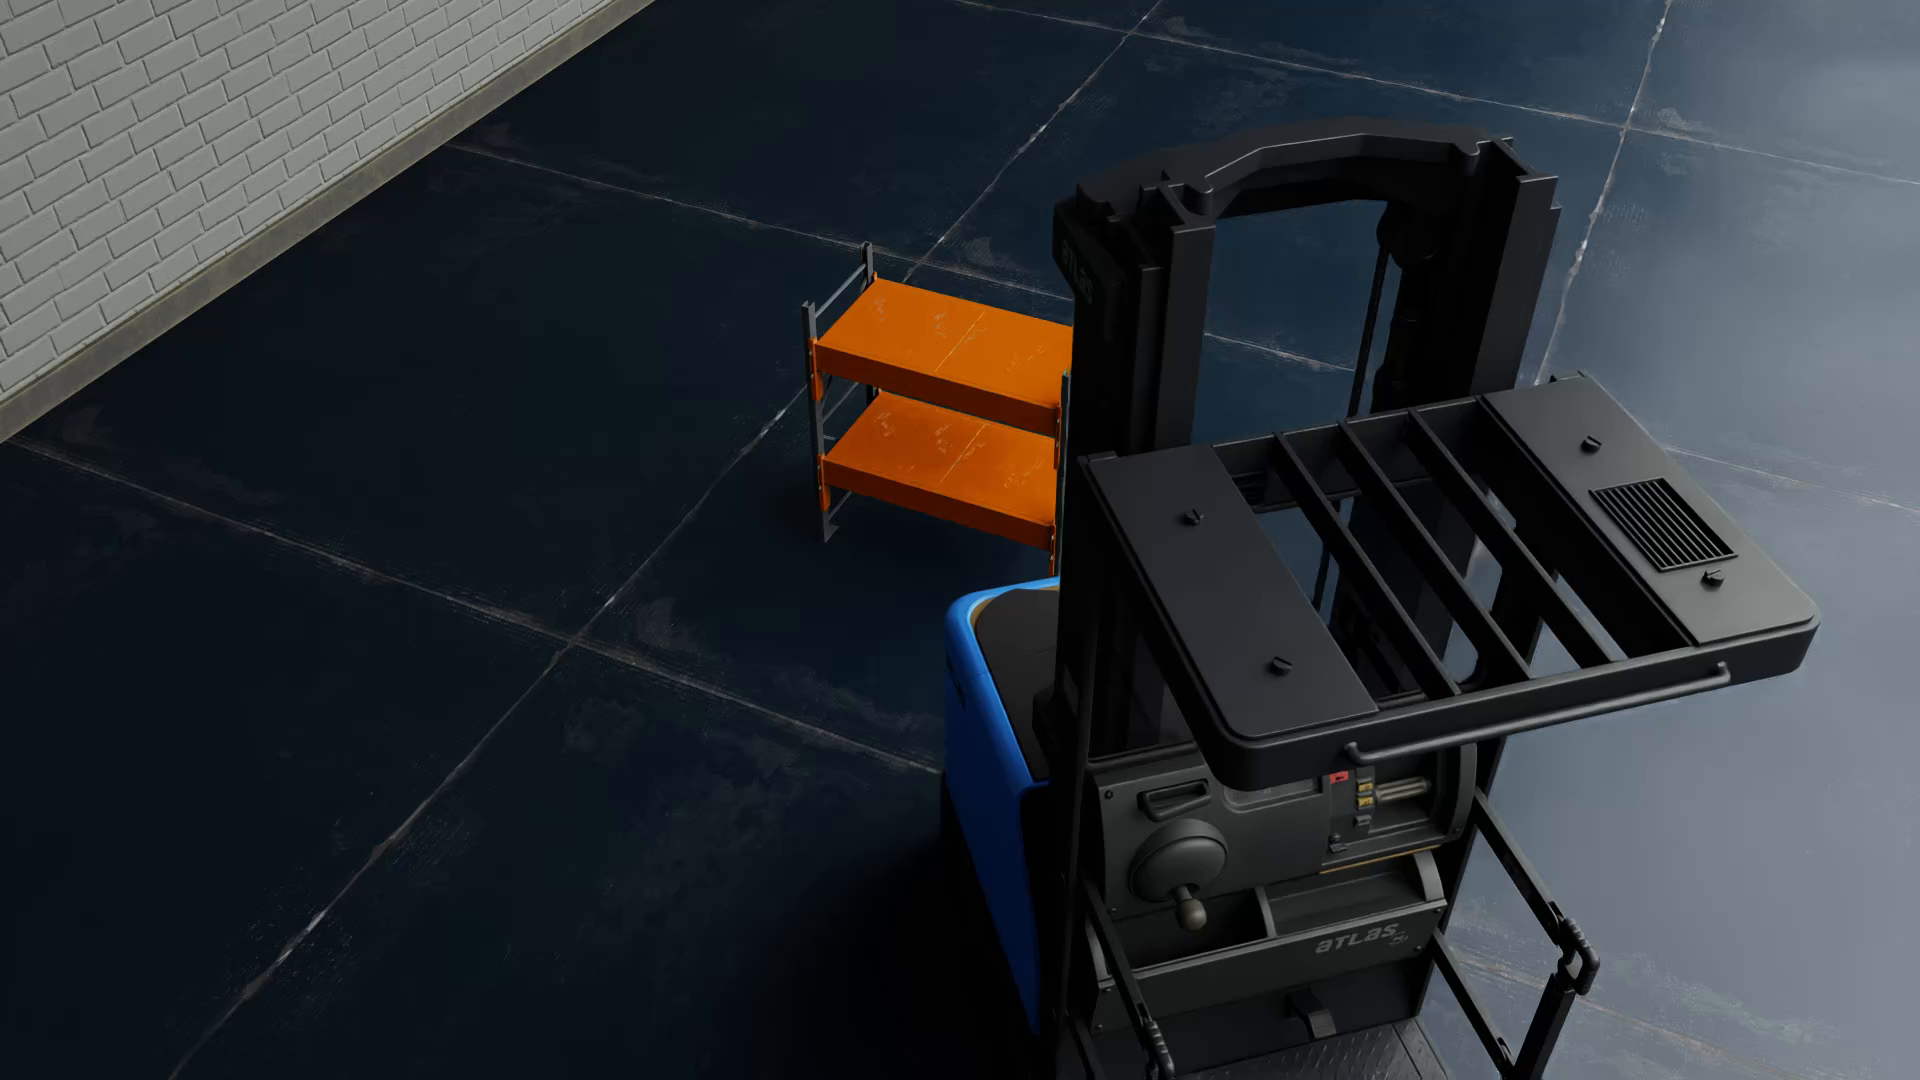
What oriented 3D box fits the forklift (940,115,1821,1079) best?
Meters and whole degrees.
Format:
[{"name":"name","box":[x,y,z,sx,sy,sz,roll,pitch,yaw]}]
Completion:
[{"name":"forklift","box":[0.821,0.718,3.684,1.130,2.935,3.031,-10,42,-12]}]

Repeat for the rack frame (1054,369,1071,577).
[{"name":"rack frame","box":[0.467,-0.282,6.217,0.032,1.125,0.500,17,44,19]}]

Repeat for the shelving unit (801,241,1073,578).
[{"name":"shelving unit","box":[0.006,-0.423,6.379,1.048,1.125,0.538,17,44,19]}]

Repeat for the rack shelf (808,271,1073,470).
[{"name":"rack shelf","box":[0.006,-0.644,6.188,1.000,0.278,0.538,17,44,19]}]

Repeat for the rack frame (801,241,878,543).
[{"name":"rack frame","box":[-0.455,-0.564,6.542,0.032,1.125,0.500,17,44,19]}]

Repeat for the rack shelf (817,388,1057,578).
[{"name":"rack shelf","box":[0.006,-0.238,6.540,1.000,0.278,0.538,17,44,19]}]
